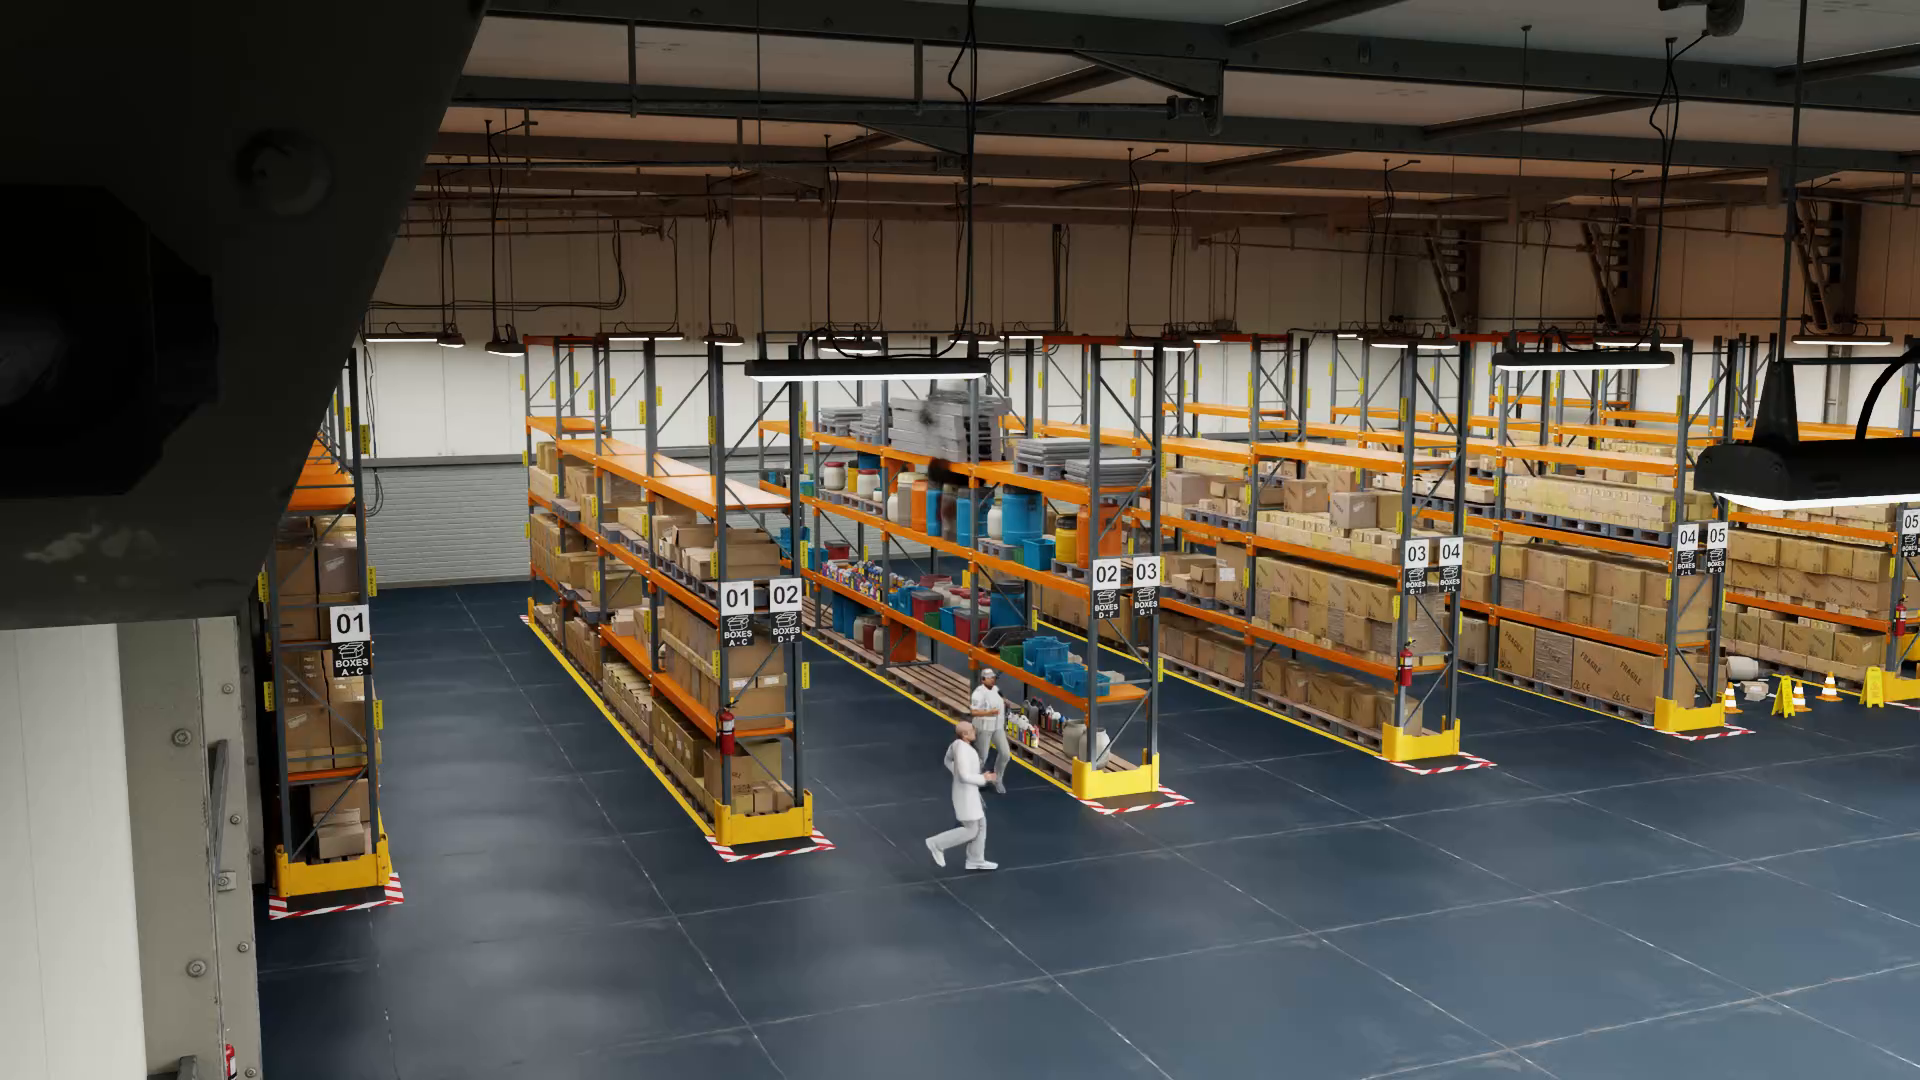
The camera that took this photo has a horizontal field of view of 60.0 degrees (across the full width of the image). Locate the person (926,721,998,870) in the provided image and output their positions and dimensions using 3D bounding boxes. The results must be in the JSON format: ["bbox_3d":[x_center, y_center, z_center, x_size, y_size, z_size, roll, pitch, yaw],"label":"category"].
[{"bbox_3d":[0.019,2.934,19.063,0.834,1.746,0.718,-1,8,-4],"label":"person"}]

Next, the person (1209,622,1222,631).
[{"bbox_3d":[5.042,1.200,32.397,0.584,1.754,0.776,-3,8,-20],"label":"person"}]

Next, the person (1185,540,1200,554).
[{"bbox_3d":[5.823,-0.128,41.991,0.910,1.688,0.610,-4,9,-27],"label":"person"}]

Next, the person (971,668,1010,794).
[{"bbox_3d":[0.392,2.569,22.291,0.587,1.705,0.691,-5,9,-33],"label":"person"}]
